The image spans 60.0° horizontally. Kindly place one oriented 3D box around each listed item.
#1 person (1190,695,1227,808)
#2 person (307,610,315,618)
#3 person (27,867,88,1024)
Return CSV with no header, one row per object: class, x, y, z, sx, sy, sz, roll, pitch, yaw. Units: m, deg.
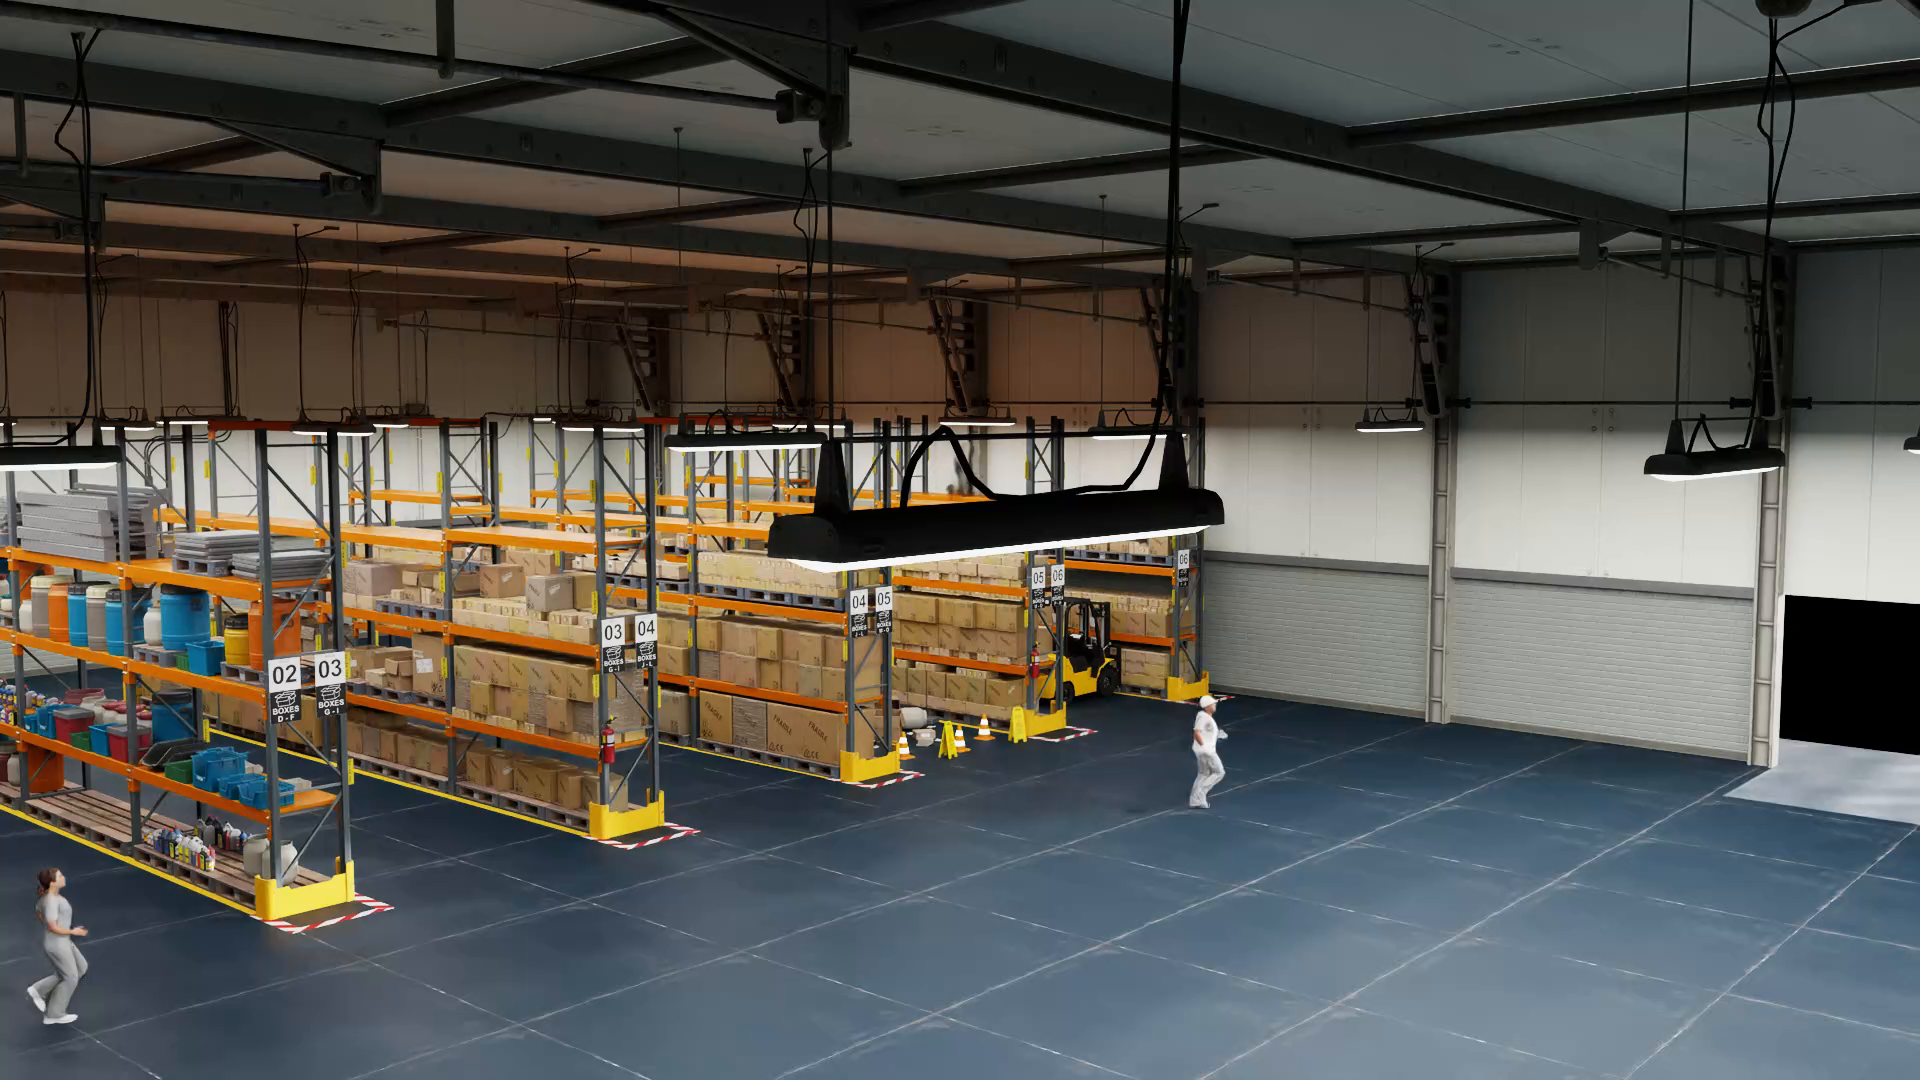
person,3.893,3.290,25.955,0.624,1.746,0.658,0,5,-5
person,-14.880,2.382,38.114,0.584,1.591,0.534,-2,5,-22
person,-9.184,4.118,16.914,0.566,1.629,0.564,-3,6,-31
